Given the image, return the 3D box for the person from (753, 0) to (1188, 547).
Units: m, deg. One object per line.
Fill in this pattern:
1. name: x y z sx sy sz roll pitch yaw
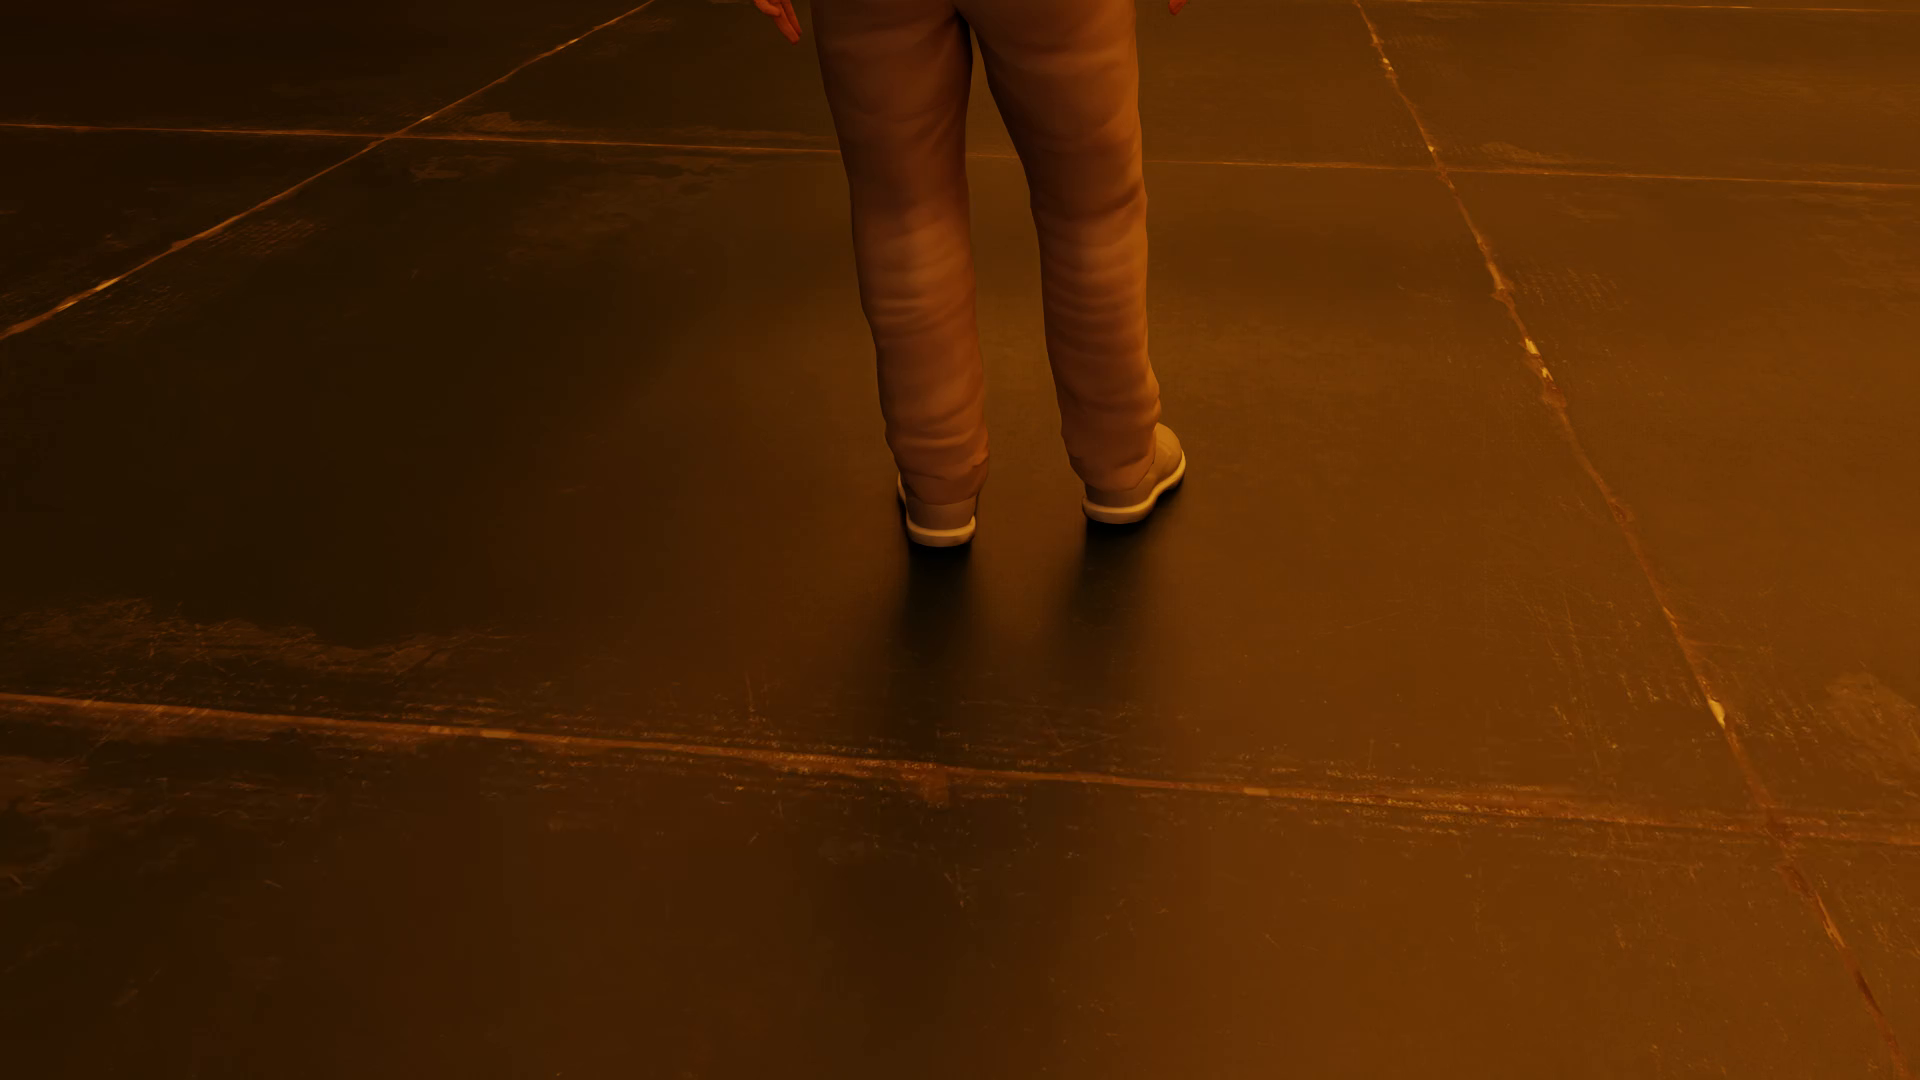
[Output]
1. person: 0.024 -0.819 2.189 0.640 1.727 0.551 3 27 7
